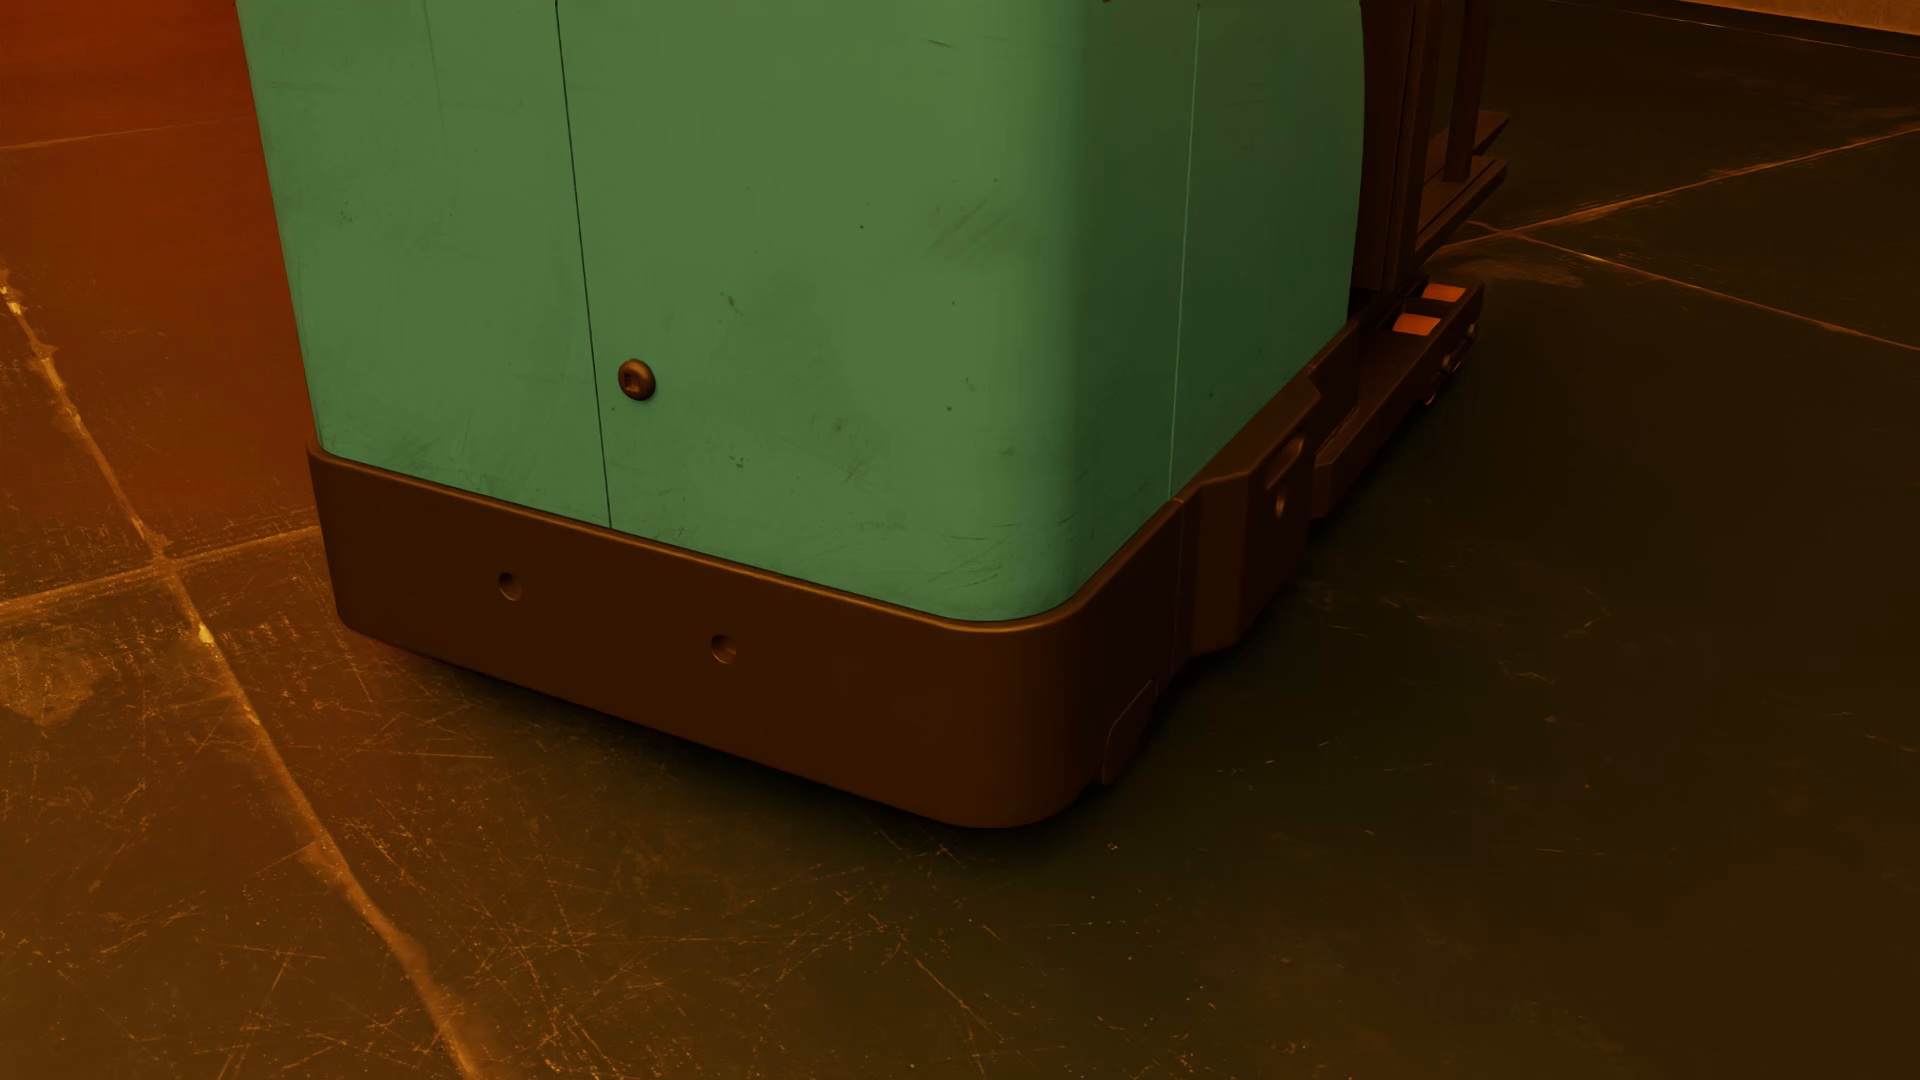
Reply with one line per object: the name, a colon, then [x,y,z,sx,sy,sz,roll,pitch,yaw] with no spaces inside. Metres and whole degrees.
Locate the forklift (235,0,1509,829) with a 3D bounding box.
forklift: [0.331,-1.635,2.490,1.130,2.935,3.031,14,30,25]
